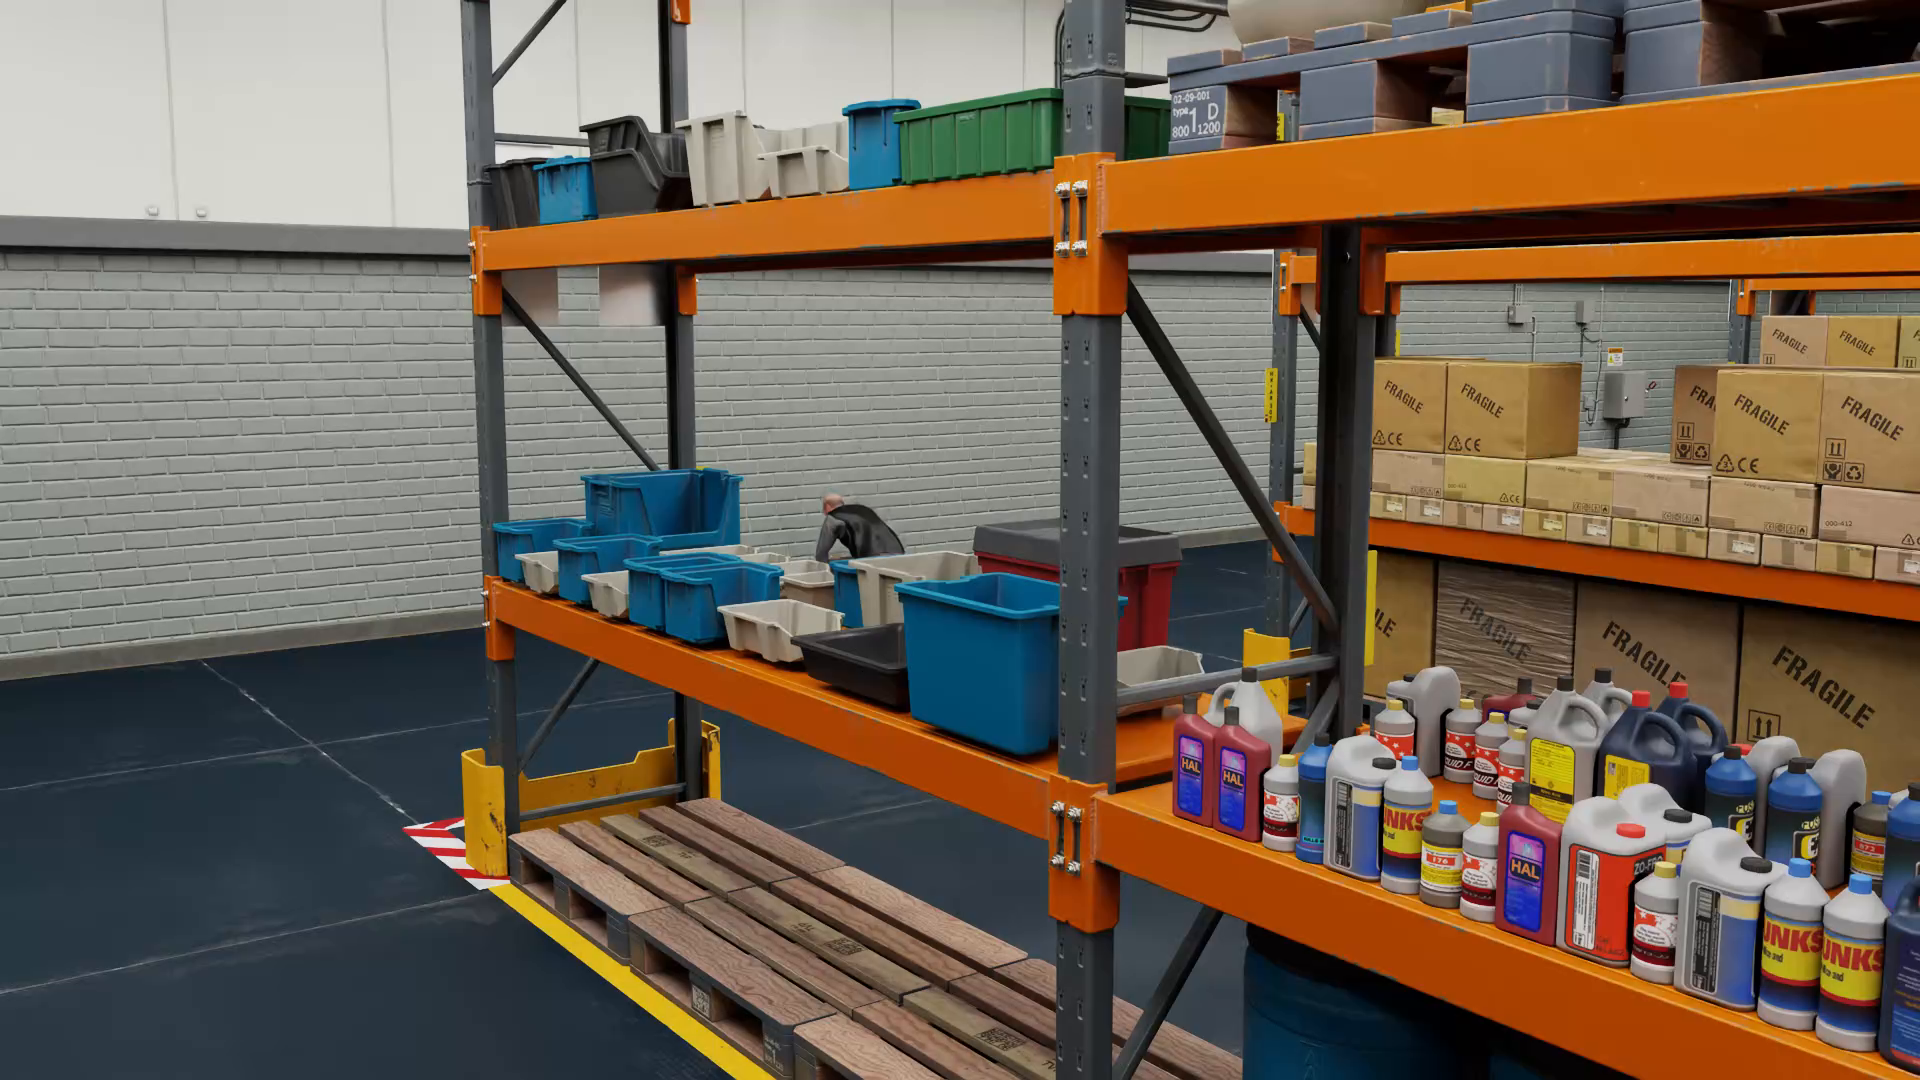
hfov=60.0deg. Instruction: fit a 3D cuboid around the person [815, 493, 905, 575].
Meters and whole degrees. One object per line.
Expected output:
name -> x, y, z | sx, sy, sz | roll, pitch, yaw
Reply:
person -> -0.844, 0.136, 13.618 | 0.543, 0.996, 0.864 | -6, 10, -36
